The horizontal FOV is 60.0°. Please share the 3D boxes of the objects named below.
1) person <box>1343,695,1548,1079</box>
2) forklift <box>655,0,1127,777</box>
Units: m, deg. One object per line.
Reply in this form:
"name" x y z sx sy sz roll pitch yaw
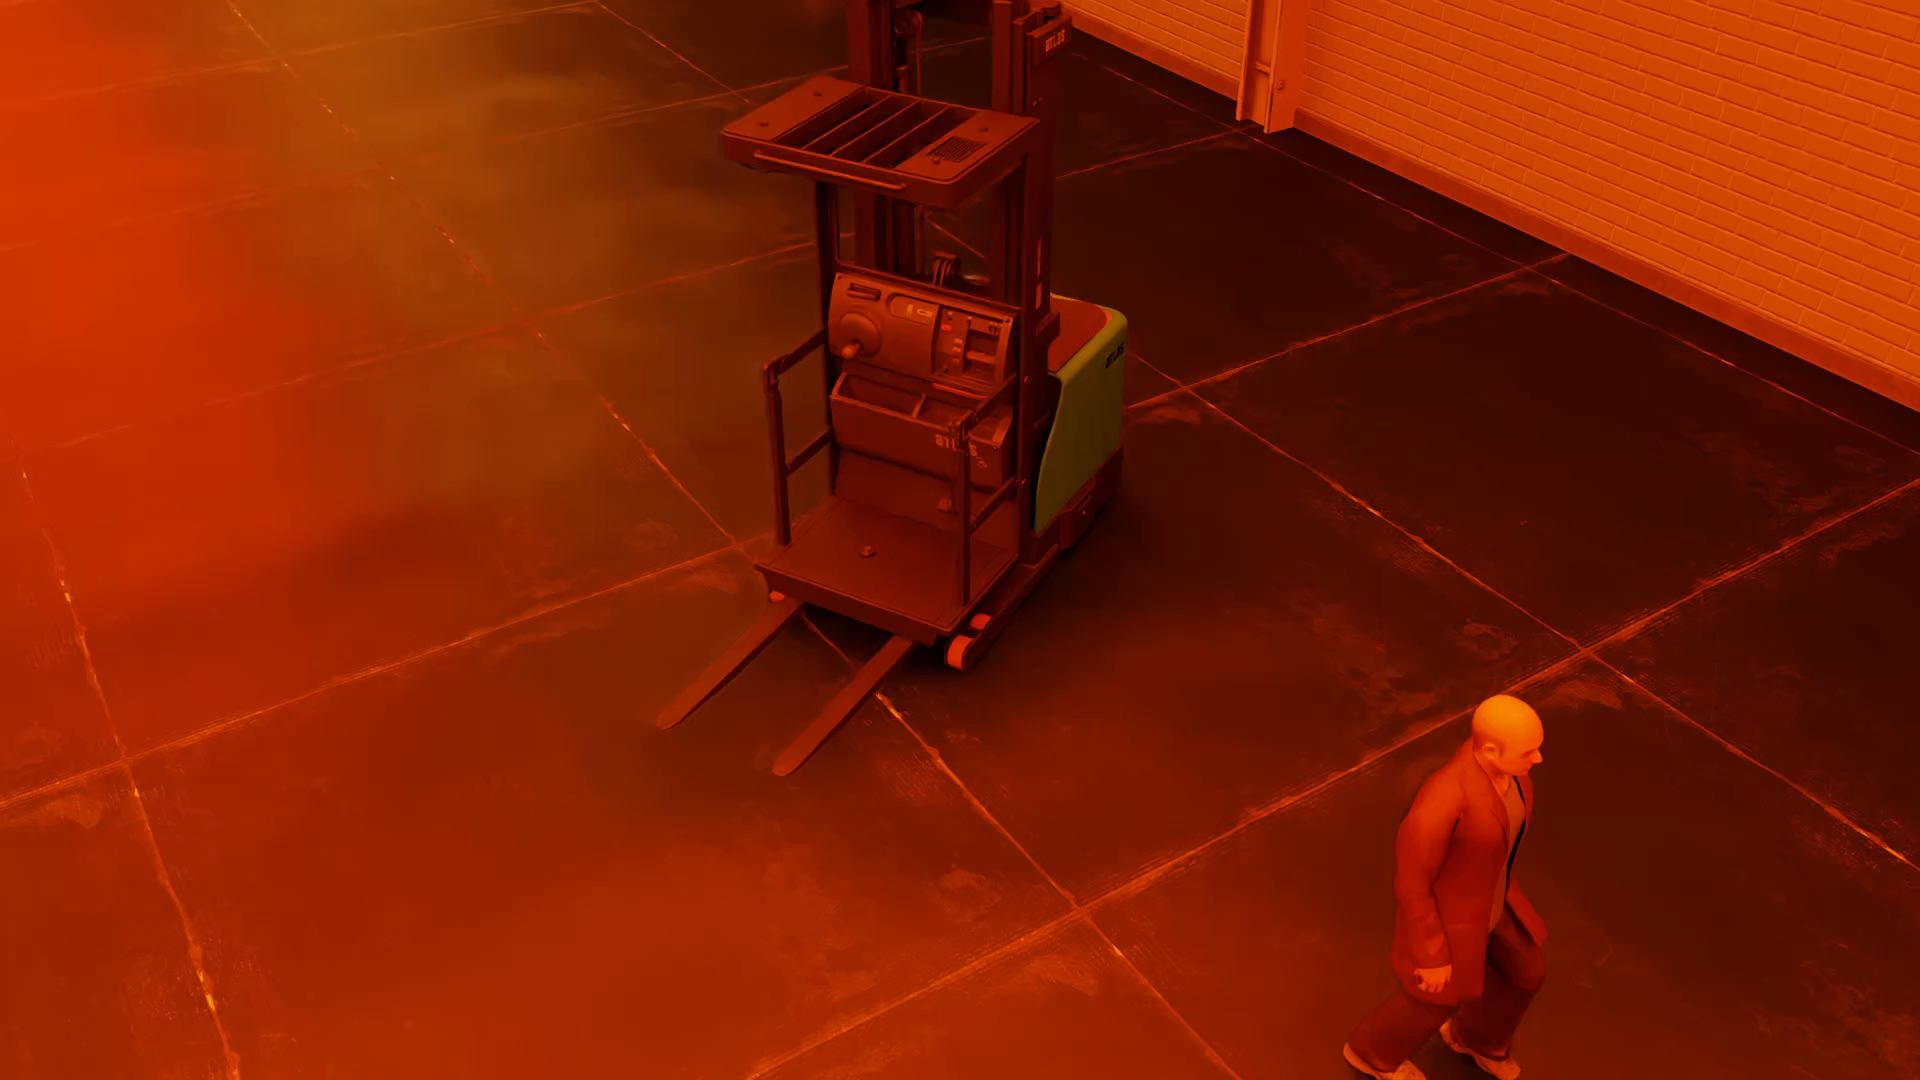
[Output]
"person" 1.664 1.236 5.473 0.559 1.828 0.699 27 43 33
"forklift" -0.288 -0.885 7.407 1.130 2.935 3.031 18 39 24
